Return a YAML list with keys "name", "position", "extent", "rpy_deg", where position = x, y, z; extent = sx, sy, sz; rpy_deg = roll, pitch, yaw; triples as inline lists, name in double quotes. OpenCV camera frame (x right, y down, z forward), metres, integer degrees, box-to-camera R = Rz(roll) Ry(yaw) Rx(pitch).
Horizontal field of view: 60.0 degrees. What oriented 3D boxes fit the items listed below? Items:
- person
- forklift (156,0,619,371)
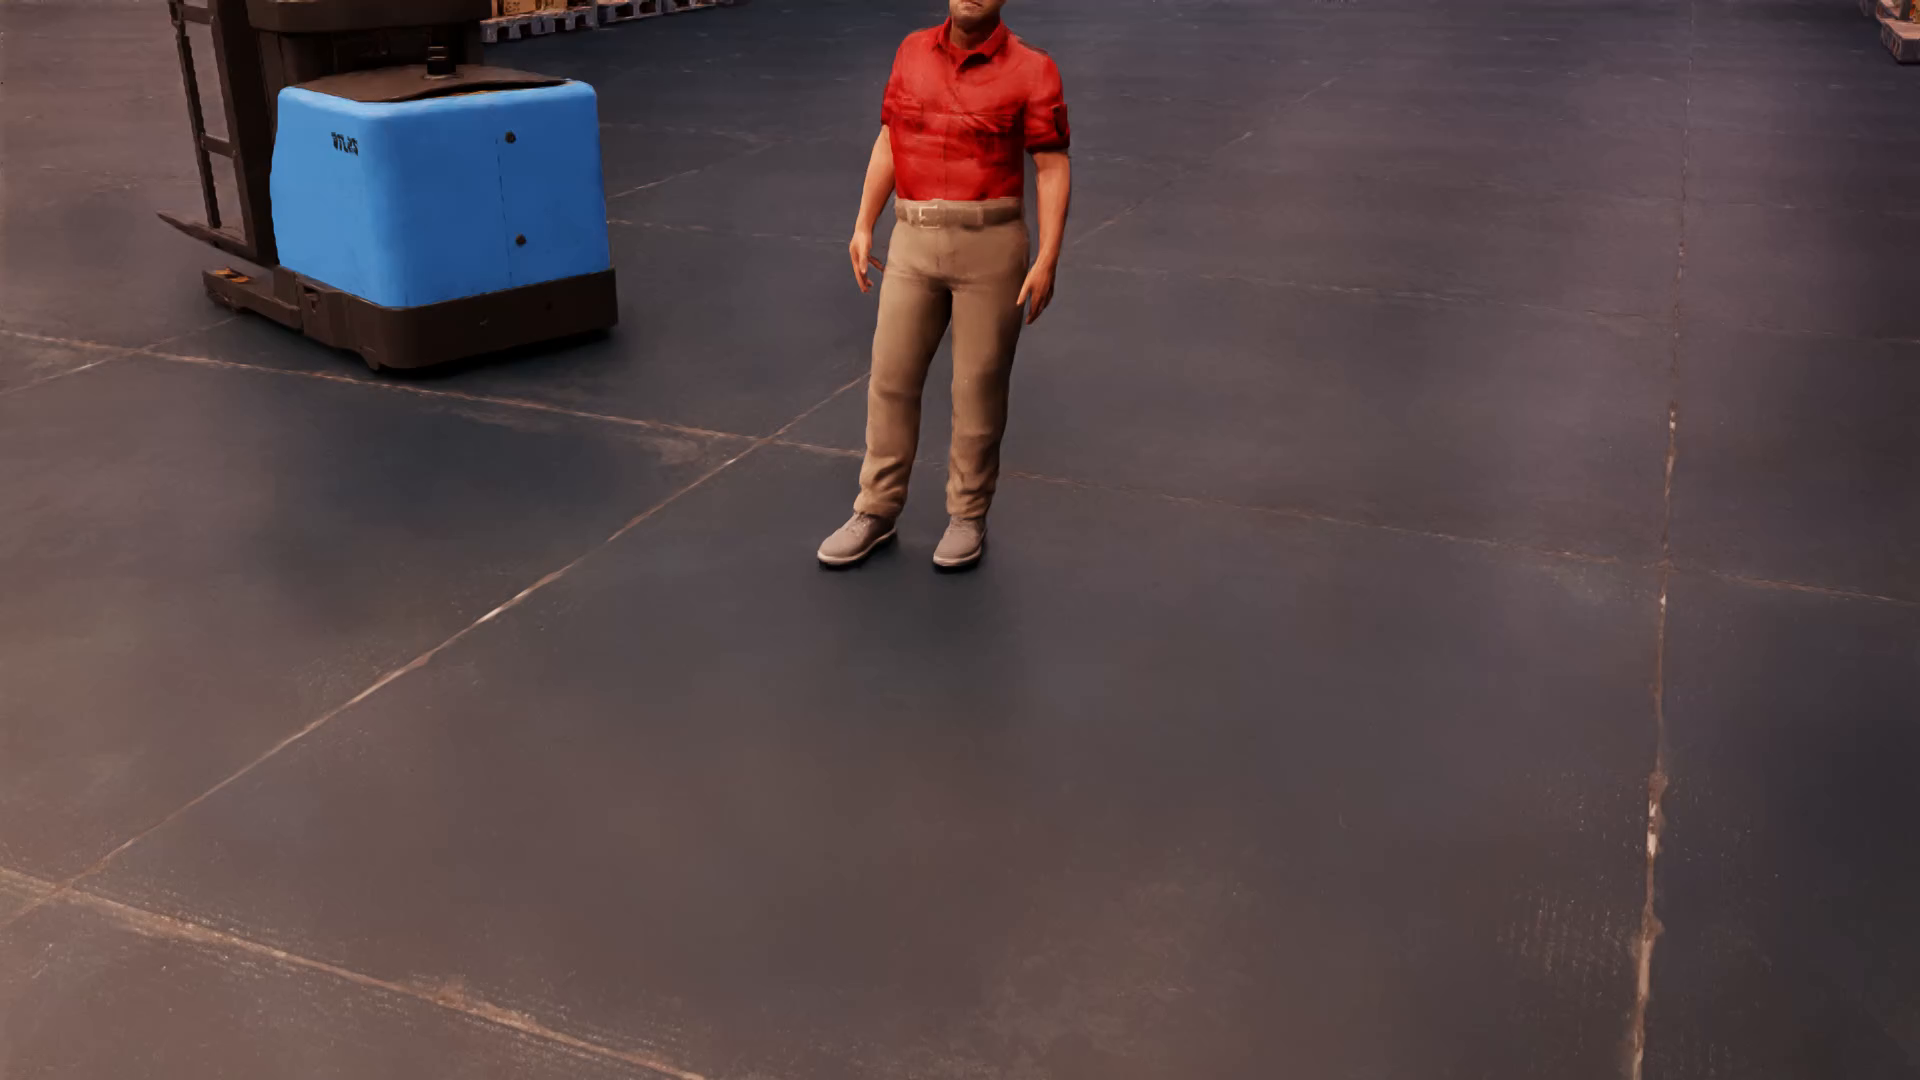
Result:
- name: "person"
  position: [-0.045, -0.774, 4.684]
  extent: [0.640, 1.726, 0.550]
  rpy_deg: [9, 24, 21]
- name: "forklift"
  position: [-2.848, -2.503, 7.280]
  extent: [1.130, 2.935, 3.031]
  rpy_deg: [-20, 30, -40]
